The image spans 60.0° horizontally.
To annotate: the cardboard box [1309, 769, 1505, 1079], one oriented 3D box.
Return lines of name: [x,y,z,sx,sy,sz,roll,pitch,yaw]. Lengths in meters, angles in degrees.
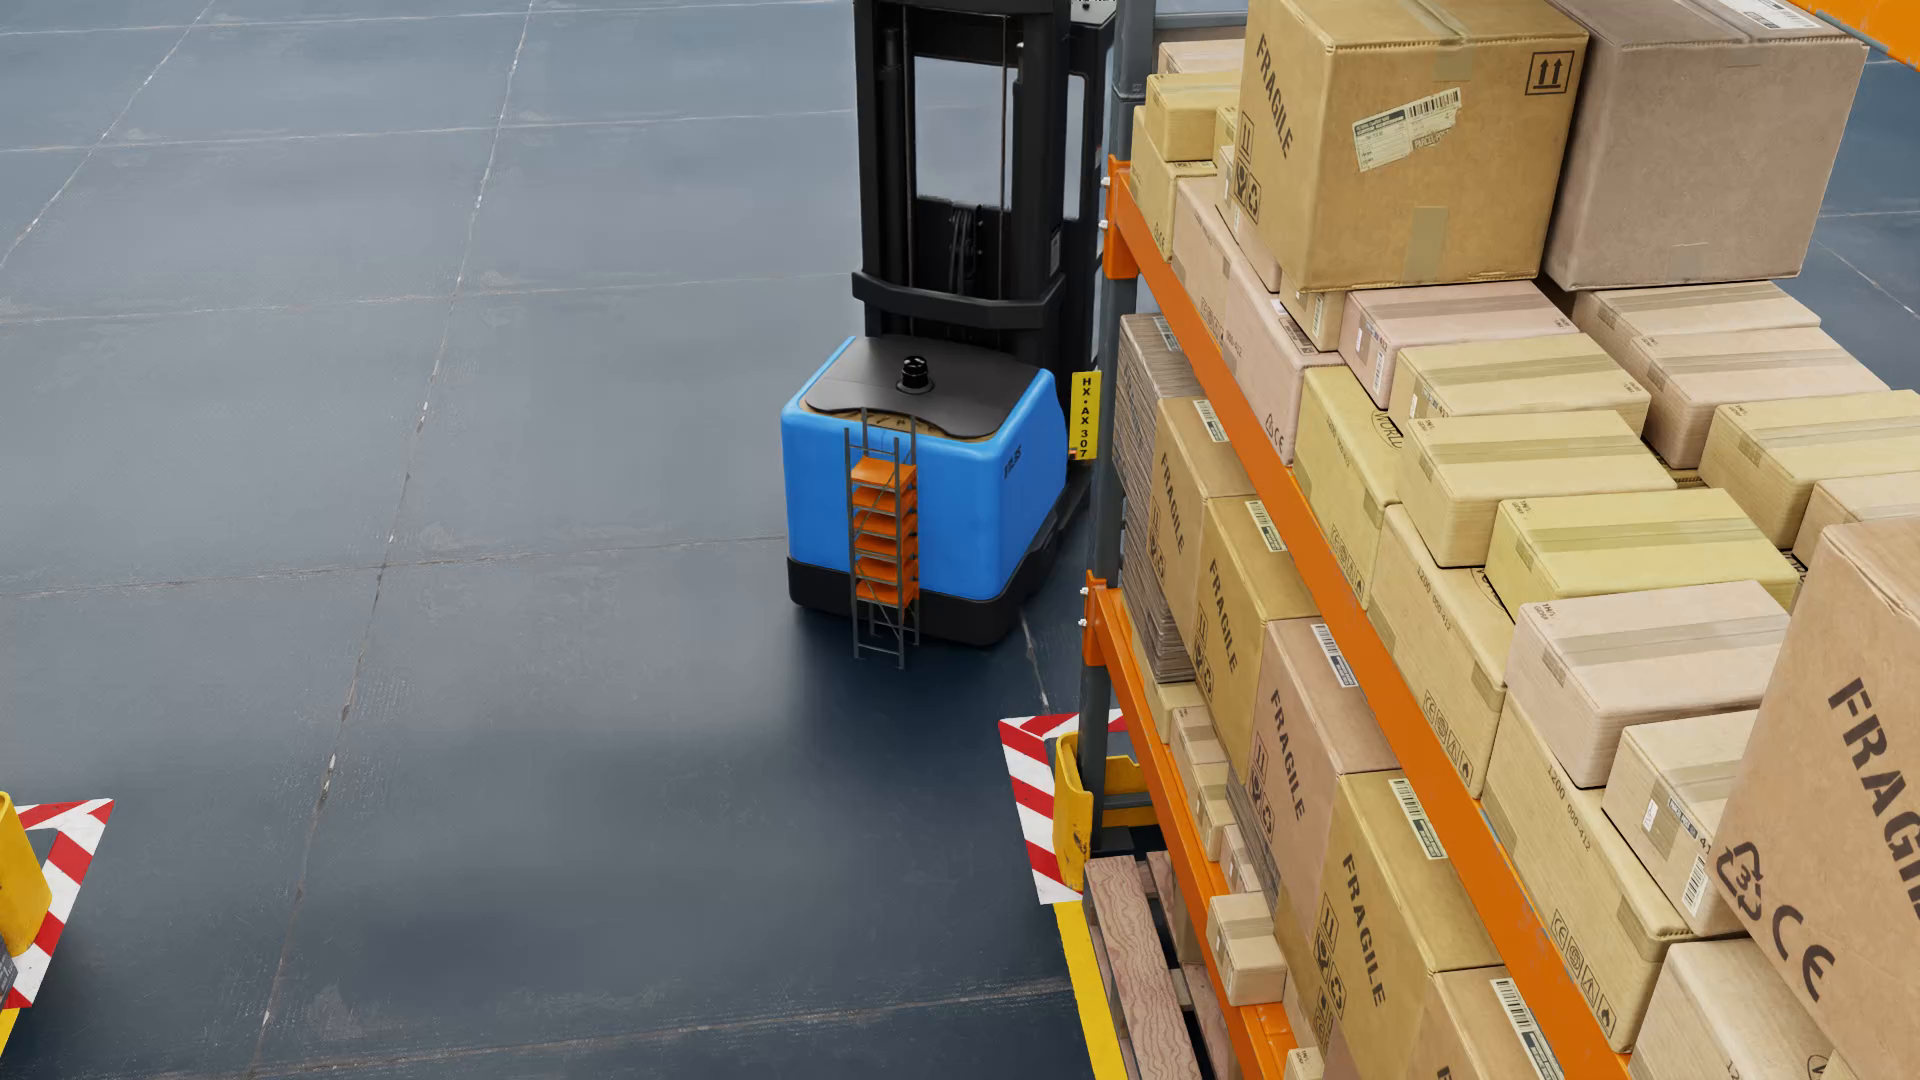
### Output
cardboard box: [1.016,0.780,3.200,0.500,0.500,0.500,-4,35,-6]

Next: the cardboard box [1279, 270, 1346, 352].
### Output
cardboard box: [0.896,-0.529,3.478,0.380,0.149,0.250,-6,35,-9]

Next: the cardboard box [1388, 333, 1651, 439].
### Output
cardboard box: [1.023,-0.248,3.066,0.380,0.149,0.250,-6,35,-8]

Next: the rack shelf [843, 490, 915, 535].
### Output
rack shelf: [-0.341,-0.136,7.034,0.258,0.103,0.180,12,37,16]

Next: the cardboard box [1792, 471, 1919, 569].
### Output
cardboard box: [1.602,0.014,2.682,0.380,0.149,0.250,-5,35,-7]

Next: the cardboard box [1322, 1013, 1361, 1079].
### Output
cardboard box: [1.286,1.173,3.512,0.875,0.500,0.500,-4,35,-6]

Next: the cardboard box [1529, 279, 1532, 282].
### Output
cardboard box: [1.394,-0.449,3.714,0.500,0.250,0.500,-4,34,-5]

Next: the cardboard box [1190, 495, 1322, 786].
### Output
cardboard box: [0.879,0.223,4.019,0.500,0.500,0.500,-4,35,-6]

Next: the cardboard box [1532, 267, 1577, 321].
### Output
cardboard box: [1.461,-0.570,3.539,0.380,0.149,0.250,-6,35,-9]

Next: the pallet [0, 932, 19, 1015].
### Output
pallet: [-3.797,1.826,5.383,1.003,0.211,1.213,-4,35,-6]

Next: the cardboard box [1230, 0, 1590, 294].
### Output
cardboard box: [0.879,-0.847,3.369,0.500,0.500,0.500,-5,35,-7]

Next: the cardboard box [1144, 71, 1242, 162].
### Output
cardboard box: [0.693,-1.105,4.324,0.380,0.149,0.250,-4,34,-5]

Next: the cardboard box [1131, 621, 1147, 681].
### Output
cardboard box: [0.763,0.336,5.317,0.380,0.149,0.250,-4,35,-6]

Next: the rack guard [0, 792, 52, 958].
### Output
rack guard: [-3.985,1.253,5.968,1.175,0.500,0.348,-4,35,-6]

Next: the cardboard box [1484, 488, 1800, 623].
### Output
cardboard box: [1.065,0.053,2.624,0.380,0.149,0.250,-3,34,-5]

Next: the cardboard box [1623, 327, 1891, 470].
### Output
cardboard box: [1.465,-0.267,3.094,0.380,0.149,0.250,-4,34,-5]

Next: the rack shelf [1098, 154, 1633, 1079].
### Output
rack shelf: [1.215,0.088,3.433,1.077,0.370,4.000,-4,35,-6]

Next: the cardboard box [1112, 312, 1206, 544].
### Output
cardboard box: [0.750,-0.336,4.838,0.500,0.500,0.500,-4,35,-6]

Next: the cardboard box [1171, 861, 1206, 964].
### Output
cardboard box: [1.014,1.123,5.785,0.500,0.500,0.500,2,34,2]

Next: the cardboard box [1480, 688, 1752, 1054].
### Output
cardboard box: [1.104,0.442,2.408,0.500,0.250,0.500,-4,34,-5]

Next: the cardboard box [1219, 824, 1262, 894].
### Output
cardboard box: [0.923,0.892,4.501,0.380,0.149,0.250,-4,35,-6]

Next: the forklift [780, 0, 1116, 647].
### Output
forklift: [0.183,-1.558,7.934,1.130,2.935,3.031,11,36,16]

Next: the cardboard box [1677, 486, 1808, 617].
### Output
cardboard box: [1.545,0.125,2.872,0.500,0.250,0.500,-6,35,-8]

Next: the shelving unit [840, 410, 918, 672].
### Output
shelving unit: [-0.339,0.023,7.147,0.258,1.200,0.189,12,37,16]

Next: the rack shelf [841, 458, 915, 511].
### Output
rack shelf: [-0.341,-0.234,6.964,0.258,0.103,0.180,12,37,16]

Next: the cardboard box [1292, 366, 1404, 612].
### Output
cardboard box: [0.968,-0.121,3.234,0.500,0.250,0.500,-3,34,-5]

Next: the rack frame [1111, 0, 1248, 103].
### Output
rack frame: [0.947,-2.565,4.023,1.000,3.000,0.127,-4,35,-6]

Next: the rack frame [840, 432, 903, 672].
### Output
rack frame: [-0.370,0.073,7.077,0.240,1.200,0.006,12,37,16]

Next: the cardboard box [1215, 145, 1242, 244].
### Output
cardboard box: [0.815,-0.816,3.900,0.380,0.149,0.250,-3,34,-4]

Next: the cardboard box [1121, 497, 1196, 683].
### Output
cardboard box: [0.993,0.059,5.147,0.875,0.500,0.500,-4,35,-6]

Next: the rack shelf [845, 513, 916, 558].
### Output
rack shelf: [-0.340,-0.039,7.103,0.258,0.103,0.180,12,37,16]

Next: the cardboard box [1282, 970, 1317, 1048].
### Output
cardboard box: [1.019,1.169,4.094,0.380,0.149,0.250,-4,35,-6]

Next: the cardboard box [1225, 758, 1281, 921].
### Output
cardboard box: [1.204,0.611,4.337,0.875,0.500,0.500,-4,35,-6]

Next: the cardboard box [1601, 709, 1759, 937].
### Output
cardboard box: [1.090,0.355,2.181,0.380,0.149,0.250,-6,35,-9]

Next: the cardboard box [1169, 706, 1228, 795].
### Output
cardboard box: [0.836,0.614,4.908,0.380,0.149,0.250,-4,35,-6]

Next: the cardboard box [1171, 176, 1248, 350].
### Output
cardboard box: [0.831,-0.688,4.065,0.500,0.250,0.500,-5,35,-7]

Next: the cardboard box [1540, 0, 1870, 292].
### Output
cardboard box: [1.406,-0.851,3.374,0.500,0.500,0.500,-4,35,-6]
